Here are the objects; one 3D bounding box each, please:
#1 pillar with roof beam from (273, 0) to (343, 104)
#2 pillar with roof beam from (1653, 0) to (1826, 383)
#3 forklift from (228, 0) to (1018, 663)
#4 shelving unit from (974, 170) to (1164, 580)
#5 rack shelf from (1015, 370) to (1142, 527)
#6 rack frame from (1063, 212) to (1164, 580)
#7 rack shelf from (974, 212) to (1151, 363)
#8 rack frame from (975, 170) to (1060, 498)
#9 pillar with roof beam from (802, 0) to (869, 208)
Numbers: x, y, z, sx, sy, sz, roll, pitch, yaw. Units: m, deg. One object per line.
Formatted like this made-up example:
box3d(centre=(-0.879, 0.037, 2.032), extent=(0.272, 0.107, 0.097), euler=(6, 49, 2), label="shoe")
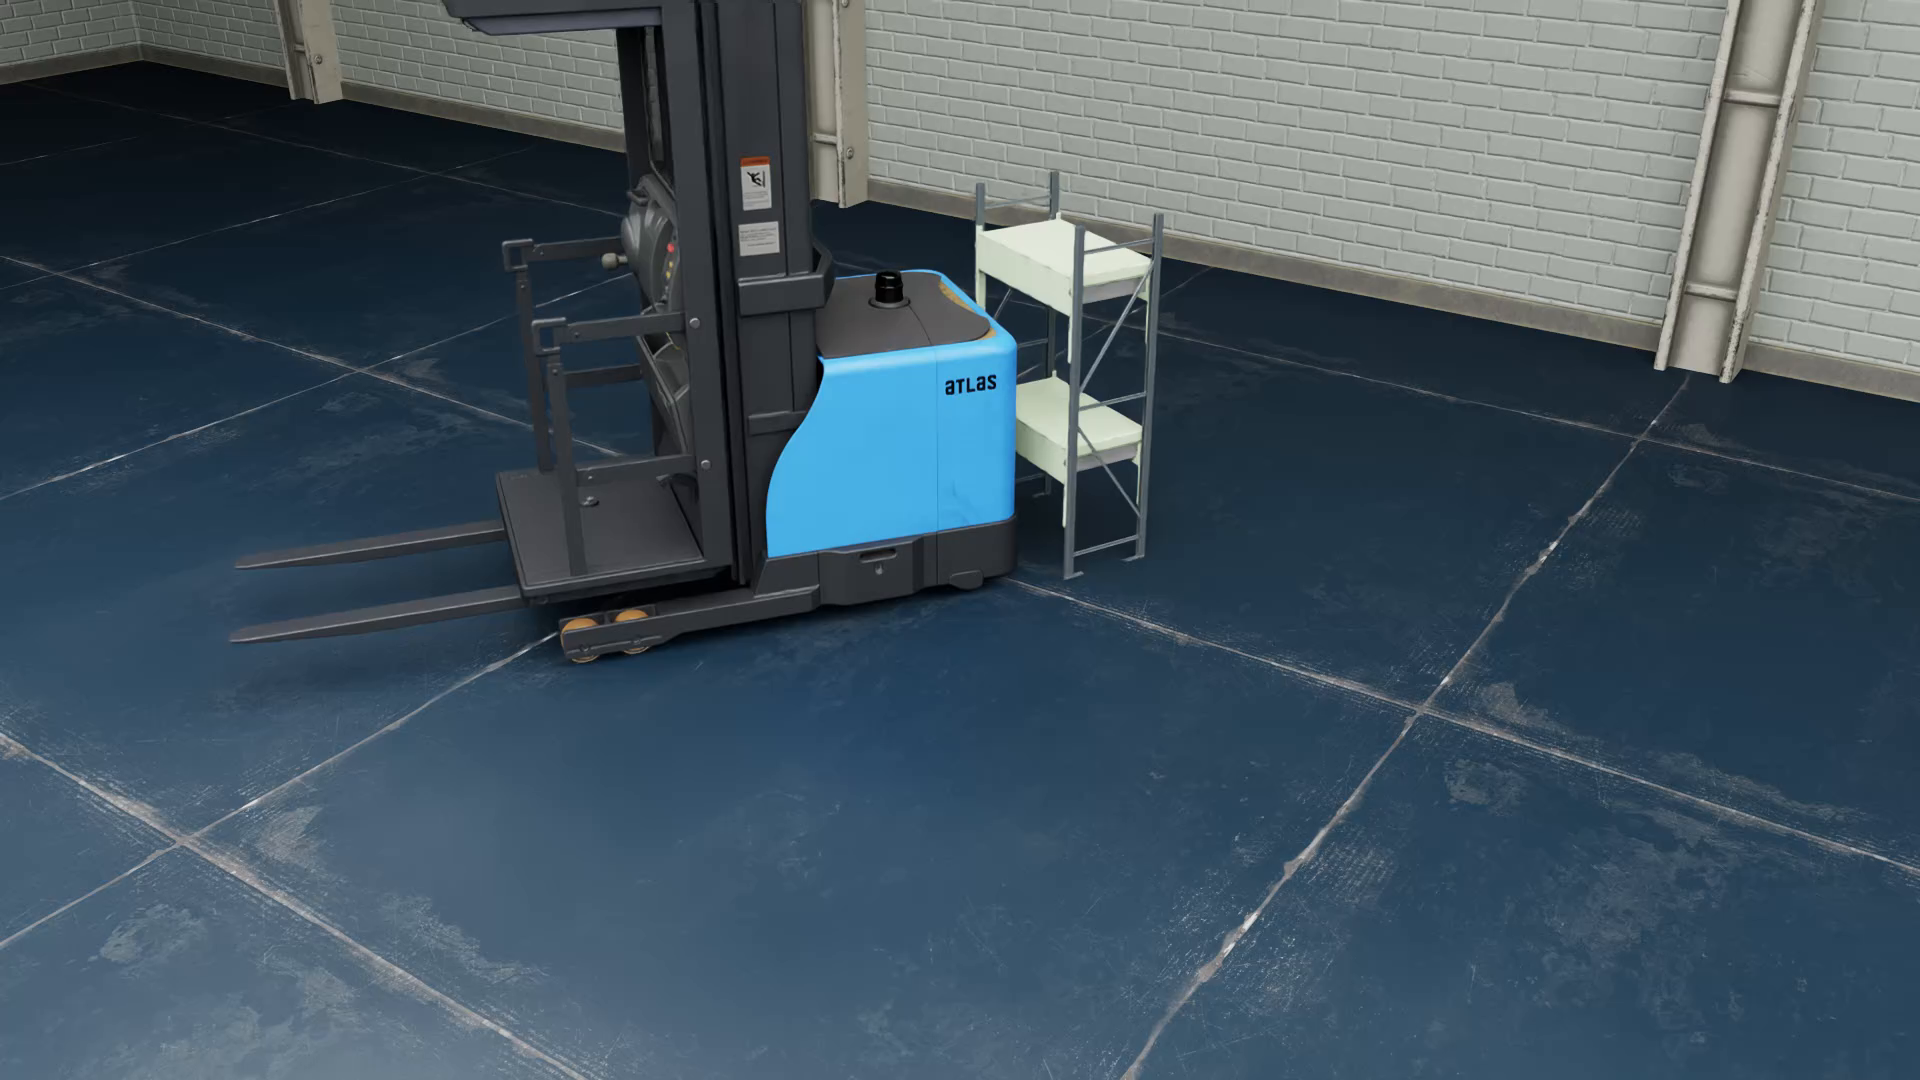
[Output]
box3d(centre=(-8.287, -6.427, 9.958), extent=(0.400, 9.000, 9.100), euler=(17, 32, 30), label="pillar with roof beam")
box3d(centre=(1.604, -3.346, 3.903), extent=(0.400, 9.000, 9.100), euler=(17, 32, 30), label="pillar with roof beam")
box3d(centre=(-1.337, -1.110, 6.199), extent=(3.031, 2.935, 1.130), euler=(-9, 28, -17), label="forklift")
box3d(centre=(0.425, -0.695, 6.963), extent=(0.431, 1.500, 0.755), euler=(-15, 31, -27), label="shelving unit")
box3d(centre=(0.425, -0.405, 7.111), extent=(0.431, 0.370, 0.720), euler=(-15, 31, -27), label="rack shelf")
box3d(centre=(0.610, -0.552, 6.681), extent=(0.400, 1.500, 0.023), euler=(-15, 31, -27), label="rack frame")
box3d(centre=(0.425, -1.043, 6.786), extent=(0.431, 0.370, 0.720), euler=(-15, 31, -27), label="rack shelf")
box3d(centre=(0.241, -0.839, 7.244), extent=(0.400, 1.500, 0.023), euler=(-15, 31, -27), label="rack frame")
box3d(centre=(-3.342, -4.887, 6.931), extent=(0.400, 9.000, 9.100), euler=(17, 32, 30), label="pillar with roof beam")
